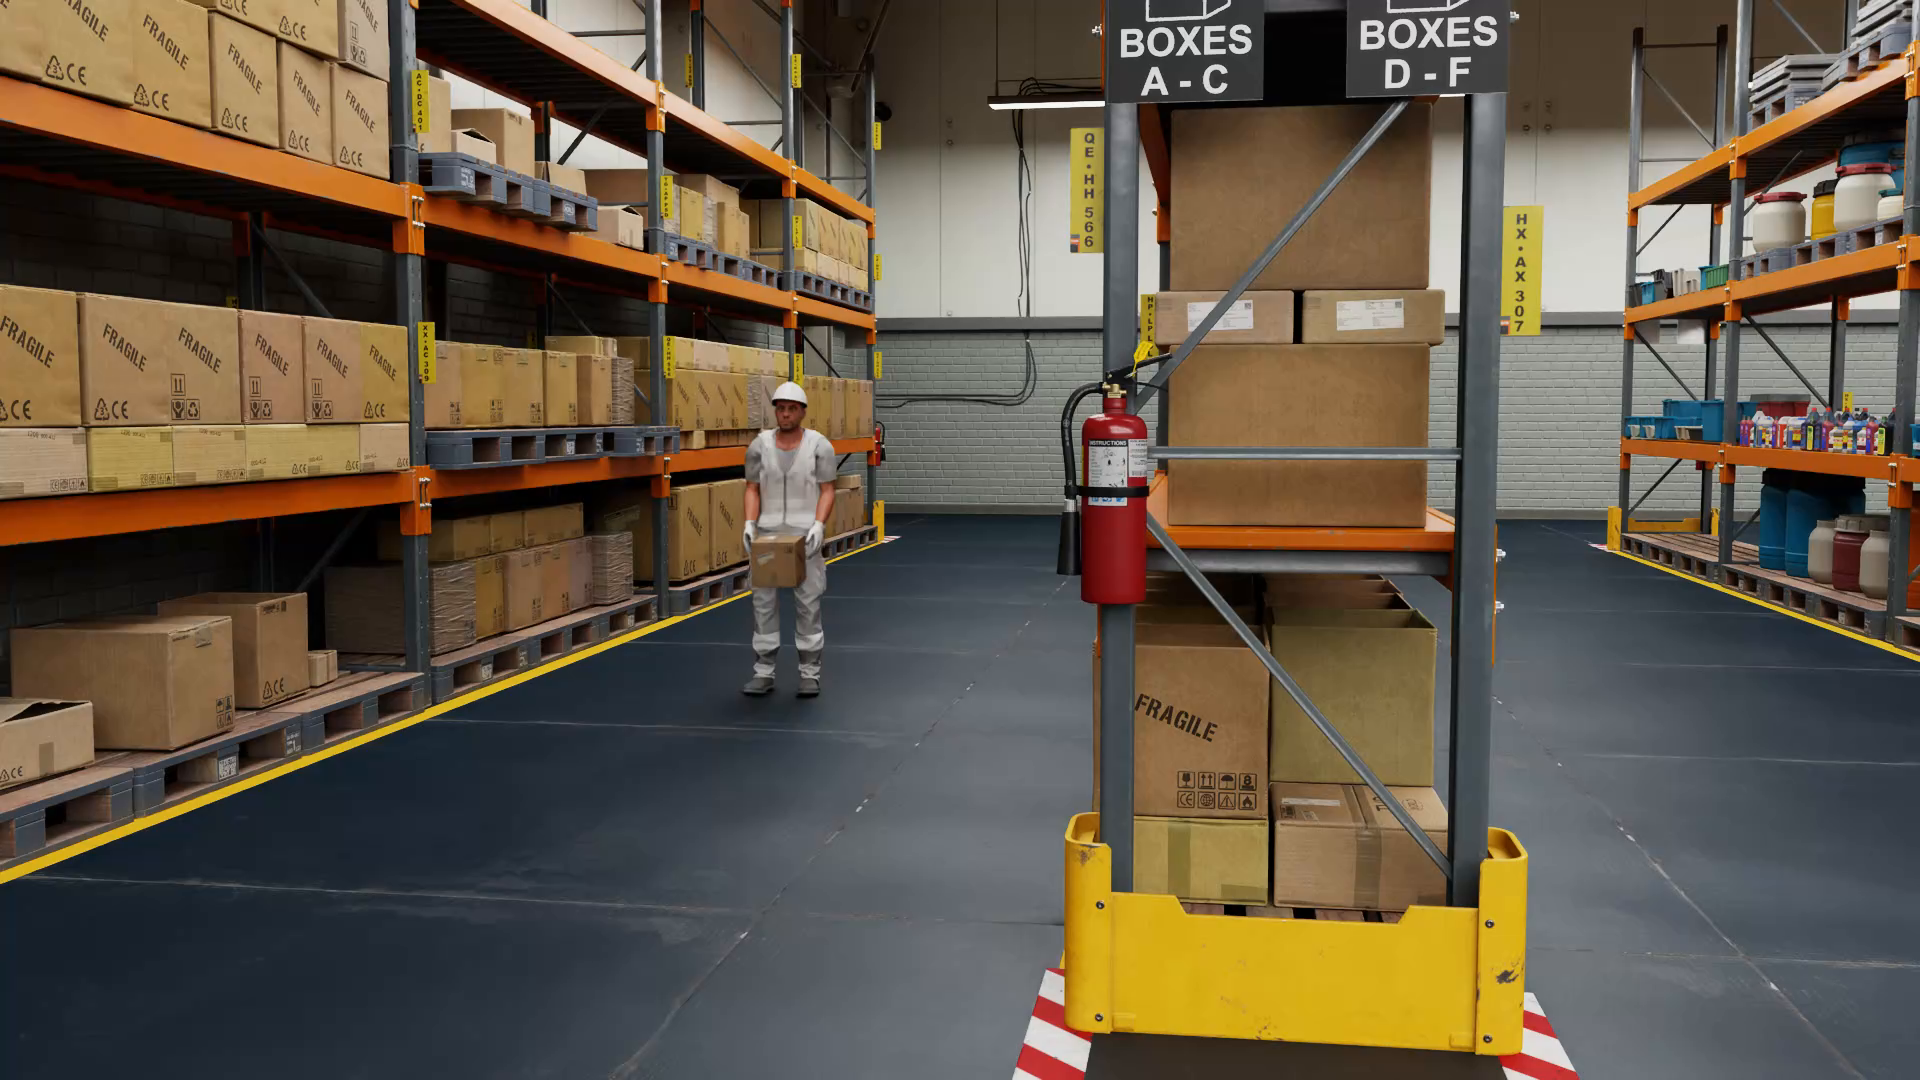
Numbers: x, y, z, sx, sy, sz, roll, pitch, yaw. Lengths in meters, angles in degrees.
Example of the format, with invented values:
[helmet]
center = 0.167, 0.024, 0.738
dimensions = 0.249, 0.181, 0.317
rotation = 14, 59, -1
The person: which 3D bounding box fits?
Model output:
[person]
center = -0.979, -0.009, 9.521
dimensions = 0.537, 1.791, 0.449
rotation = 1, 4, 8
